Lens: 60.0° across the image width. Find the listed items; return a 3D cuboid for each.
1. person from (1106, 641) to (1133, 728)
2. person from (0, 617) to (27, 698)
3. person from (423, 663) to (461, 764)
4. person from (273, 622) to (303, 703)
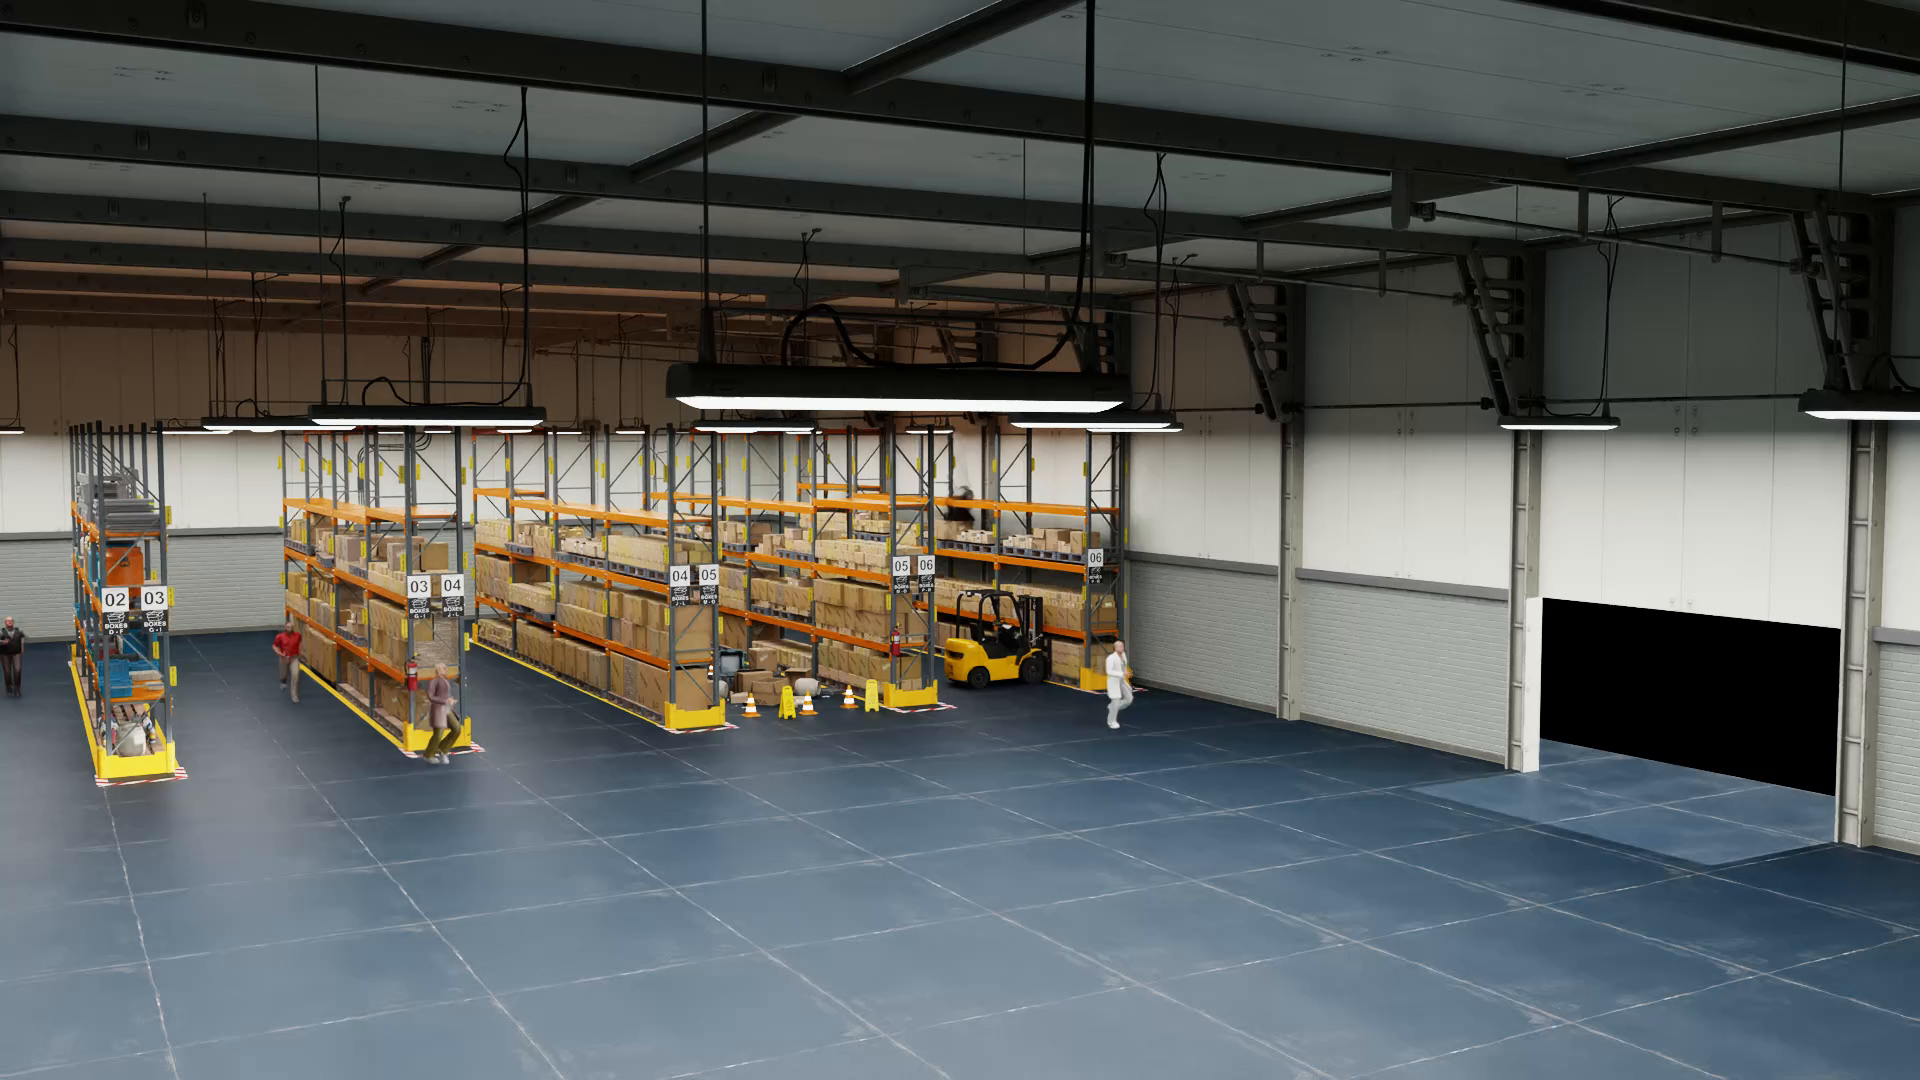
[{"bbox_3d":[3.146,2.838,32.630,0.761,1.728,0.705,-3,5,-44],"label":"person"},{"bbox_3d":[-21.000,2.581,36.802,0.641,1.770,0.740,-2,4,-32],"label":"person"},{"bbox_3d":[-9.065,3.043,29.180,0.695,1.777,0.713,1,4,15],"label":"person"},{"bbox_3d":[-14.670,2.649,36.320,0.633,1.733,1.111,-2,4,-27],"label":"person"}]
